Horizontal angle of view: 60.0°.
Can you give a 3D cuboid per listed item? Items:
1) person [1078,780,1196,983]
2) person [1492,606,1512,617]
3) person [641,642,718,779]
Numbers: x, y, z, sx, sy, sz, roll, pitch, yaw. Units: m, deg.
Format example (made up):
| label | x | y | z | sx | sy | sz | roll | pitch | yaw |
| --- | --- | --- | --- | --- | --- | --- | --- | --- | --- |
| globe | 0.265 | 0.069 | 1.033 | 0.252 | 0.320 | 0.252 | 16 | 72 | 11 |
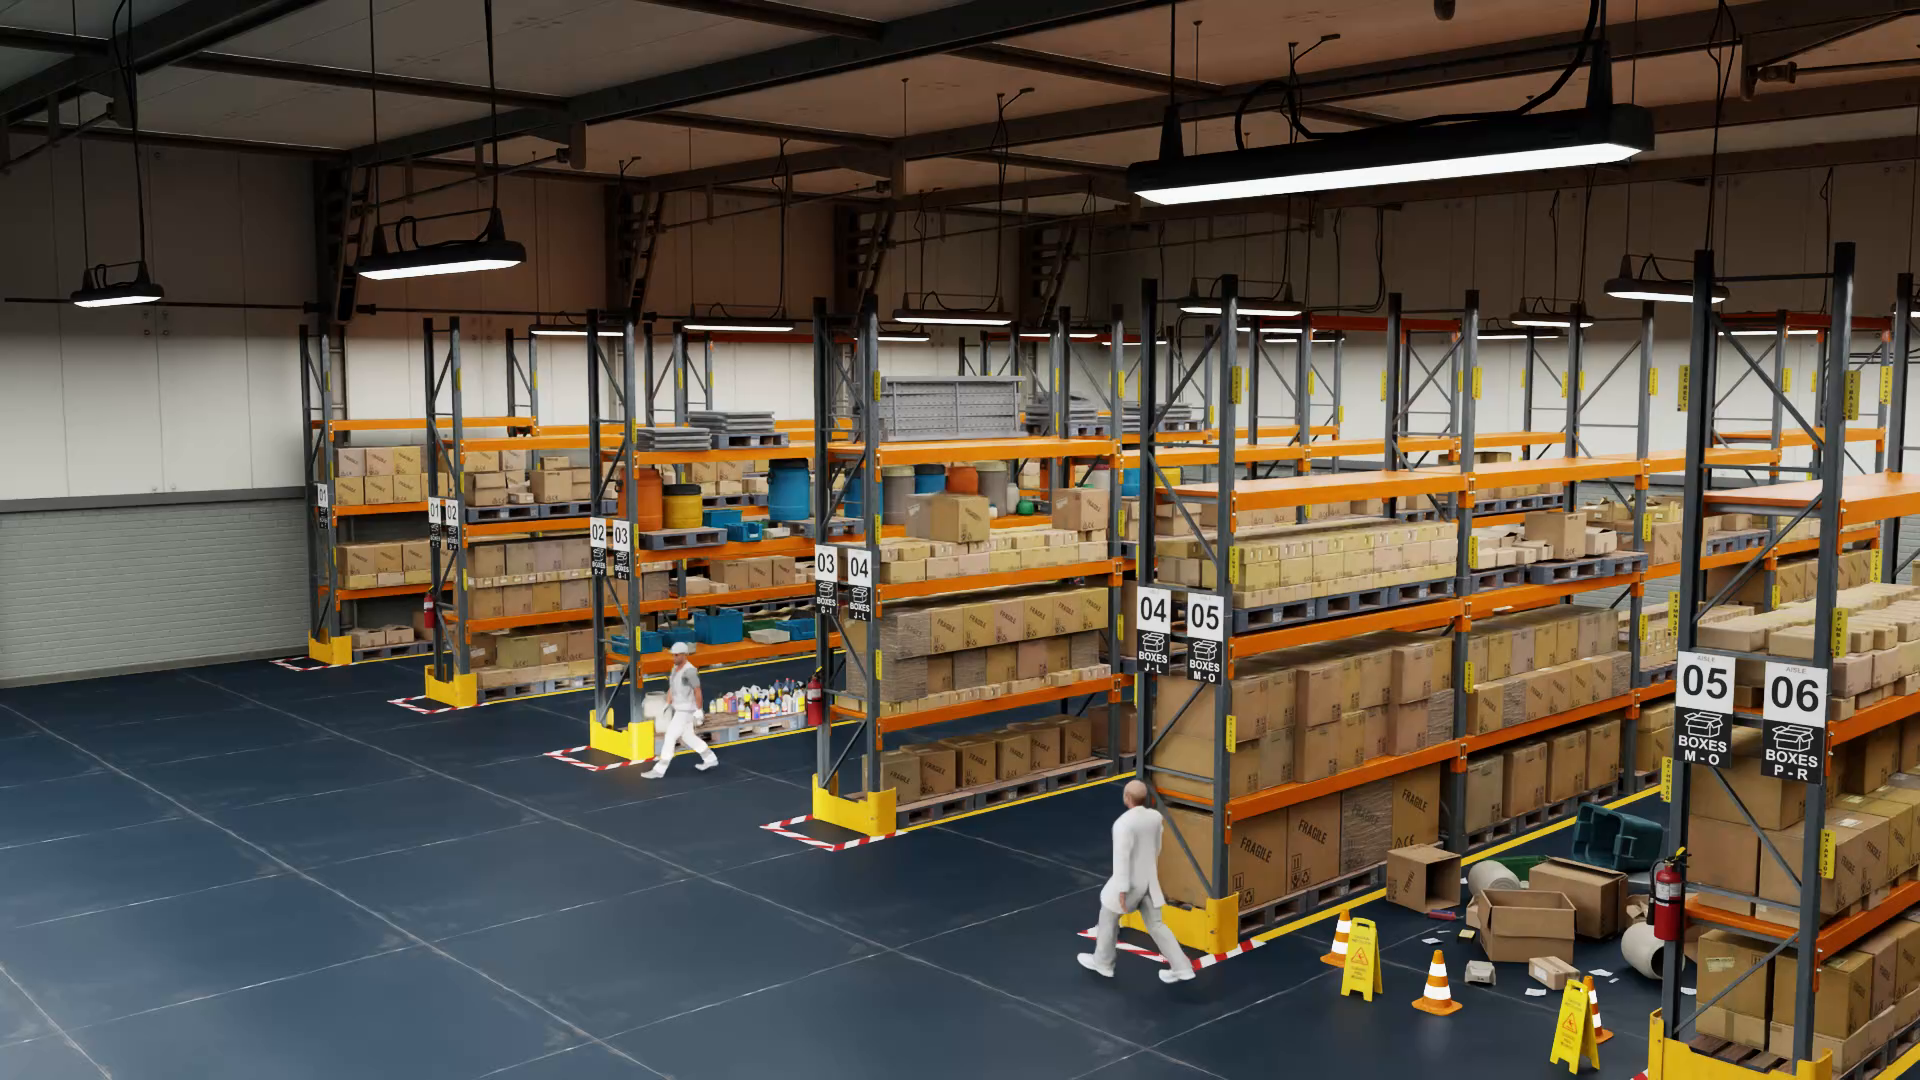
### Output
| label | x | y | z | sx | sy | sz | roll | pitch | yaw |
| --- | --- | --- | --- | --- | --- | --- | --- | --- | --- |
| person | 1.490 | 2.882 | 14.027 | 0.577 | 1.731 | 1.144 | -5 | 8 | -42 |
| person | 8.020 | 1.764 | 24.887 | 0.458 | 1.774 | 0.552 | 0 | 6 | -2 |
| person | -3.654 | 2.163 | 21.232 | 0.915 | 1.722 | 0.523 | -3 | 6 | -27 |
